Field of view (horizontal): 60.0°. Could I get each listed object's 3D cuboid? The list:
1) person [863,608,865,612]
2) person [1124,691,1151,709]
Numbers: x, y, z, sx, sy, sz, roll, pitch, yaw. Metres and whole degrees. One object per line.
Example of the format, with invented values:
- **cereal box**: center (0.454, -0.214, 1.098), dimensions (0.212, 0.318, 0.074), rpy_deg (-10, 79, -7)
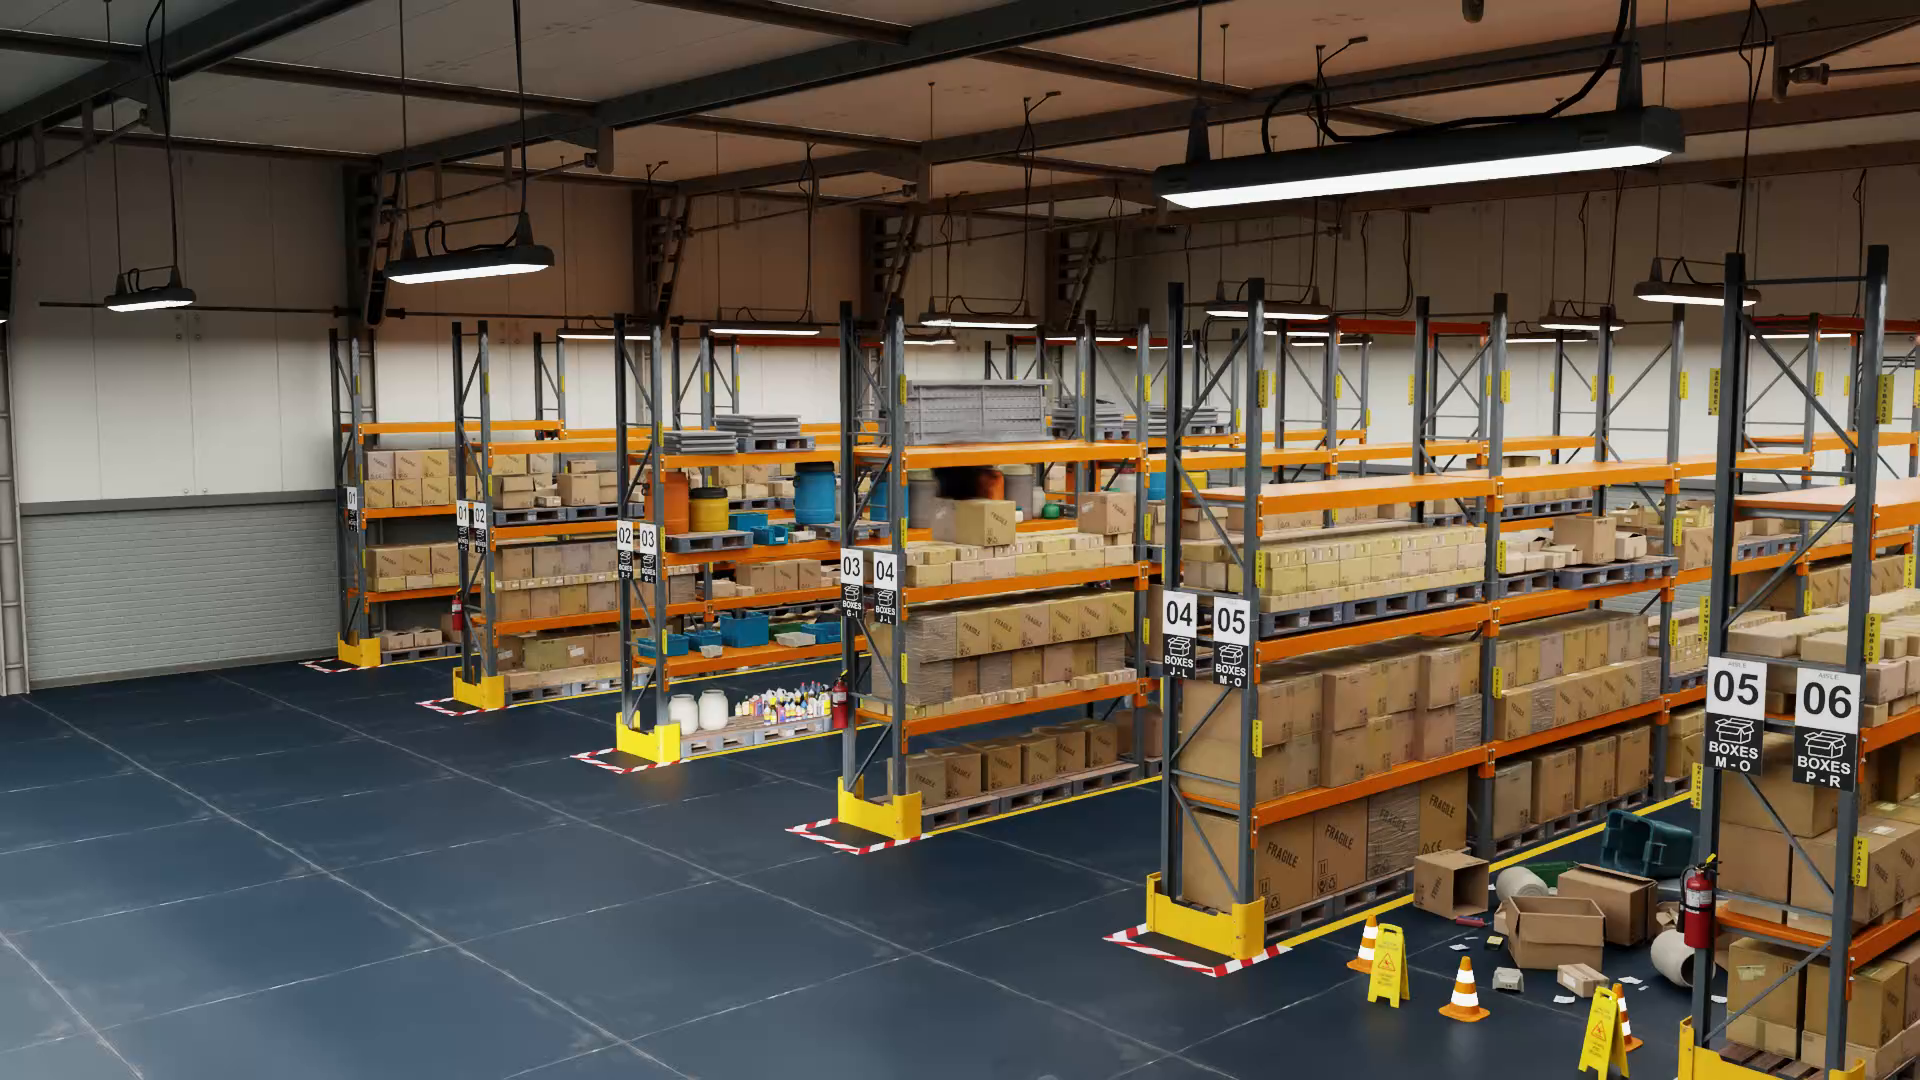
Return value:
- **person**: center (-2.180, 0.964, 34.235), dimensions (0.591, 1.666, 0.553), rpy_deg (5, 8, 43)
- **person**: center (2.563, 1.942, 23.890), dimensions (0.705, 1.727, 0.661), rpy_deg (5, 7, 40)
